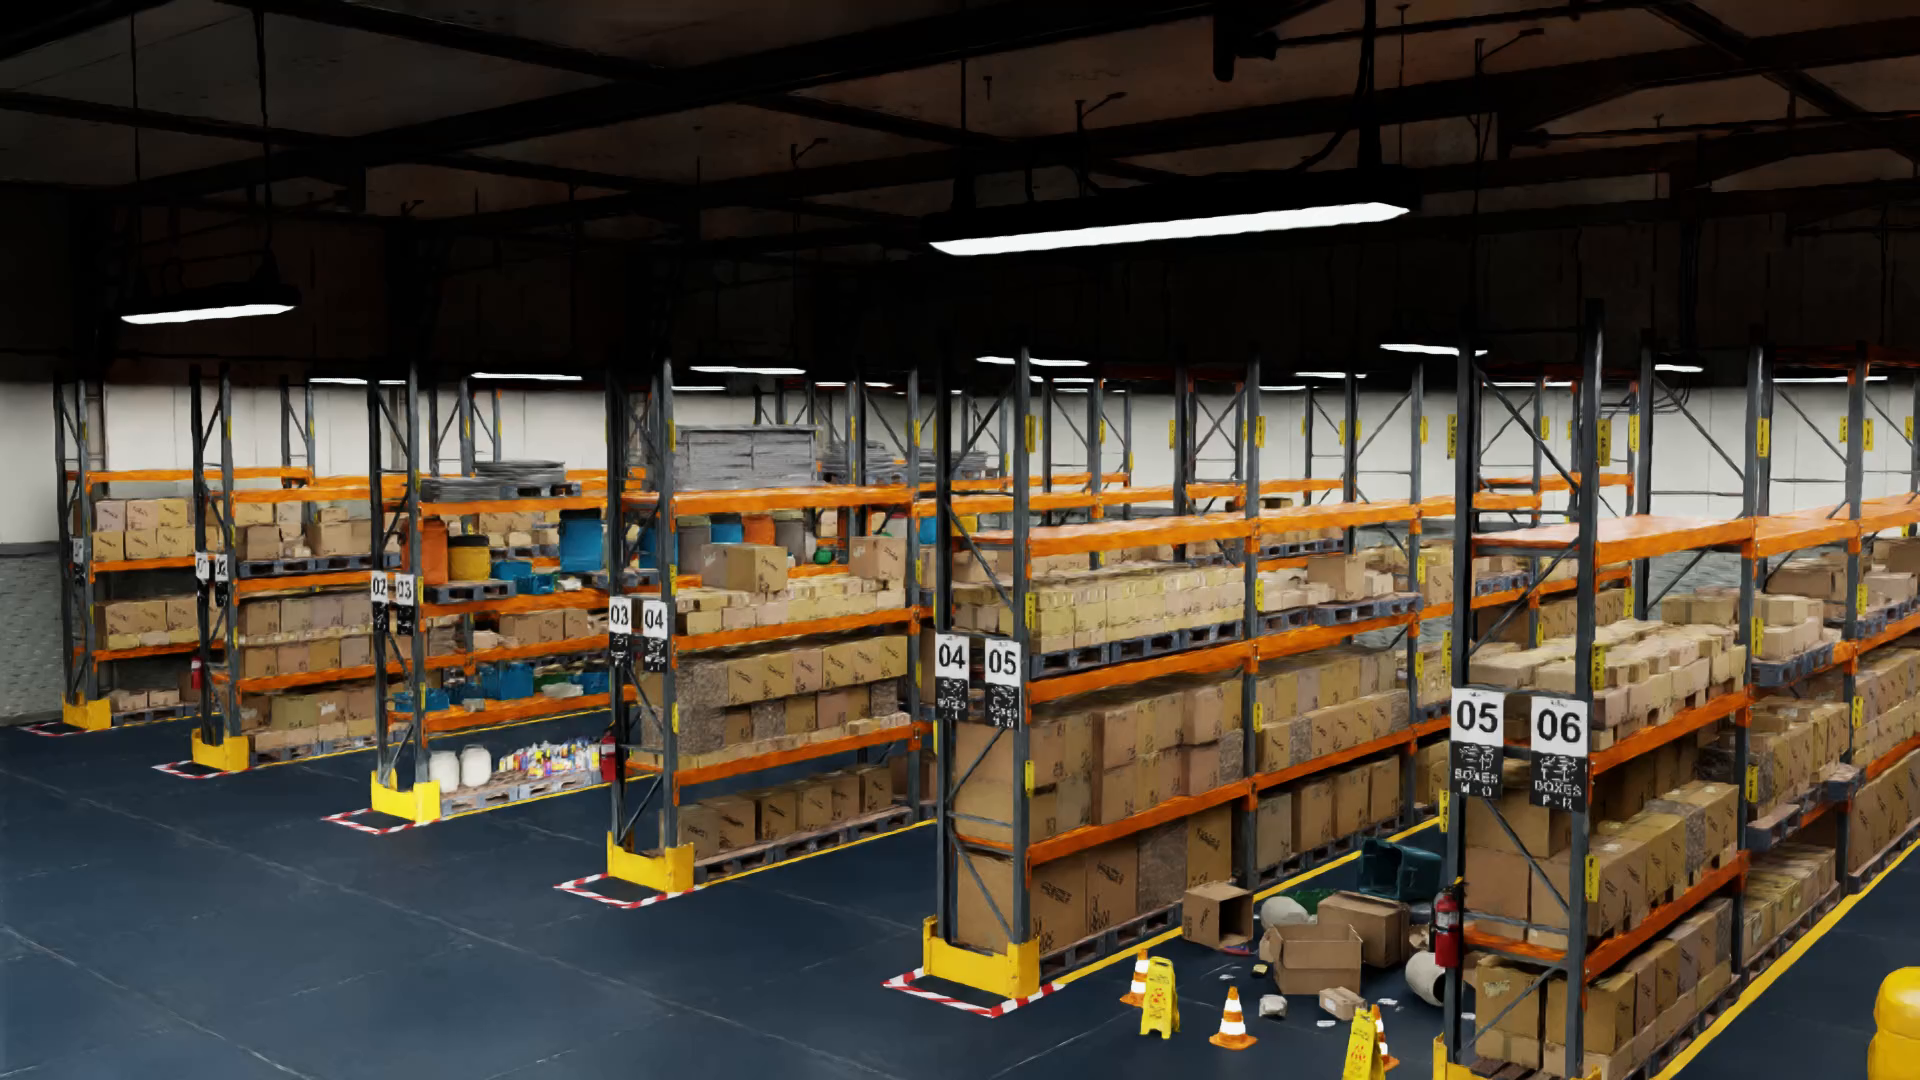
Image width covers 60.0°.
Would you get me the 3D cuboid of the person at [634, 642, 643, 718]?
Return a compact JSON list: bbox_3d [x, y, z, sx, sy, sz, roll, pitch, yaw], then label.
[{"bbox_3d":[-5.407,2.298,28.919,0.411,1.534,0.956,3,5,31],"label":"person"}]
